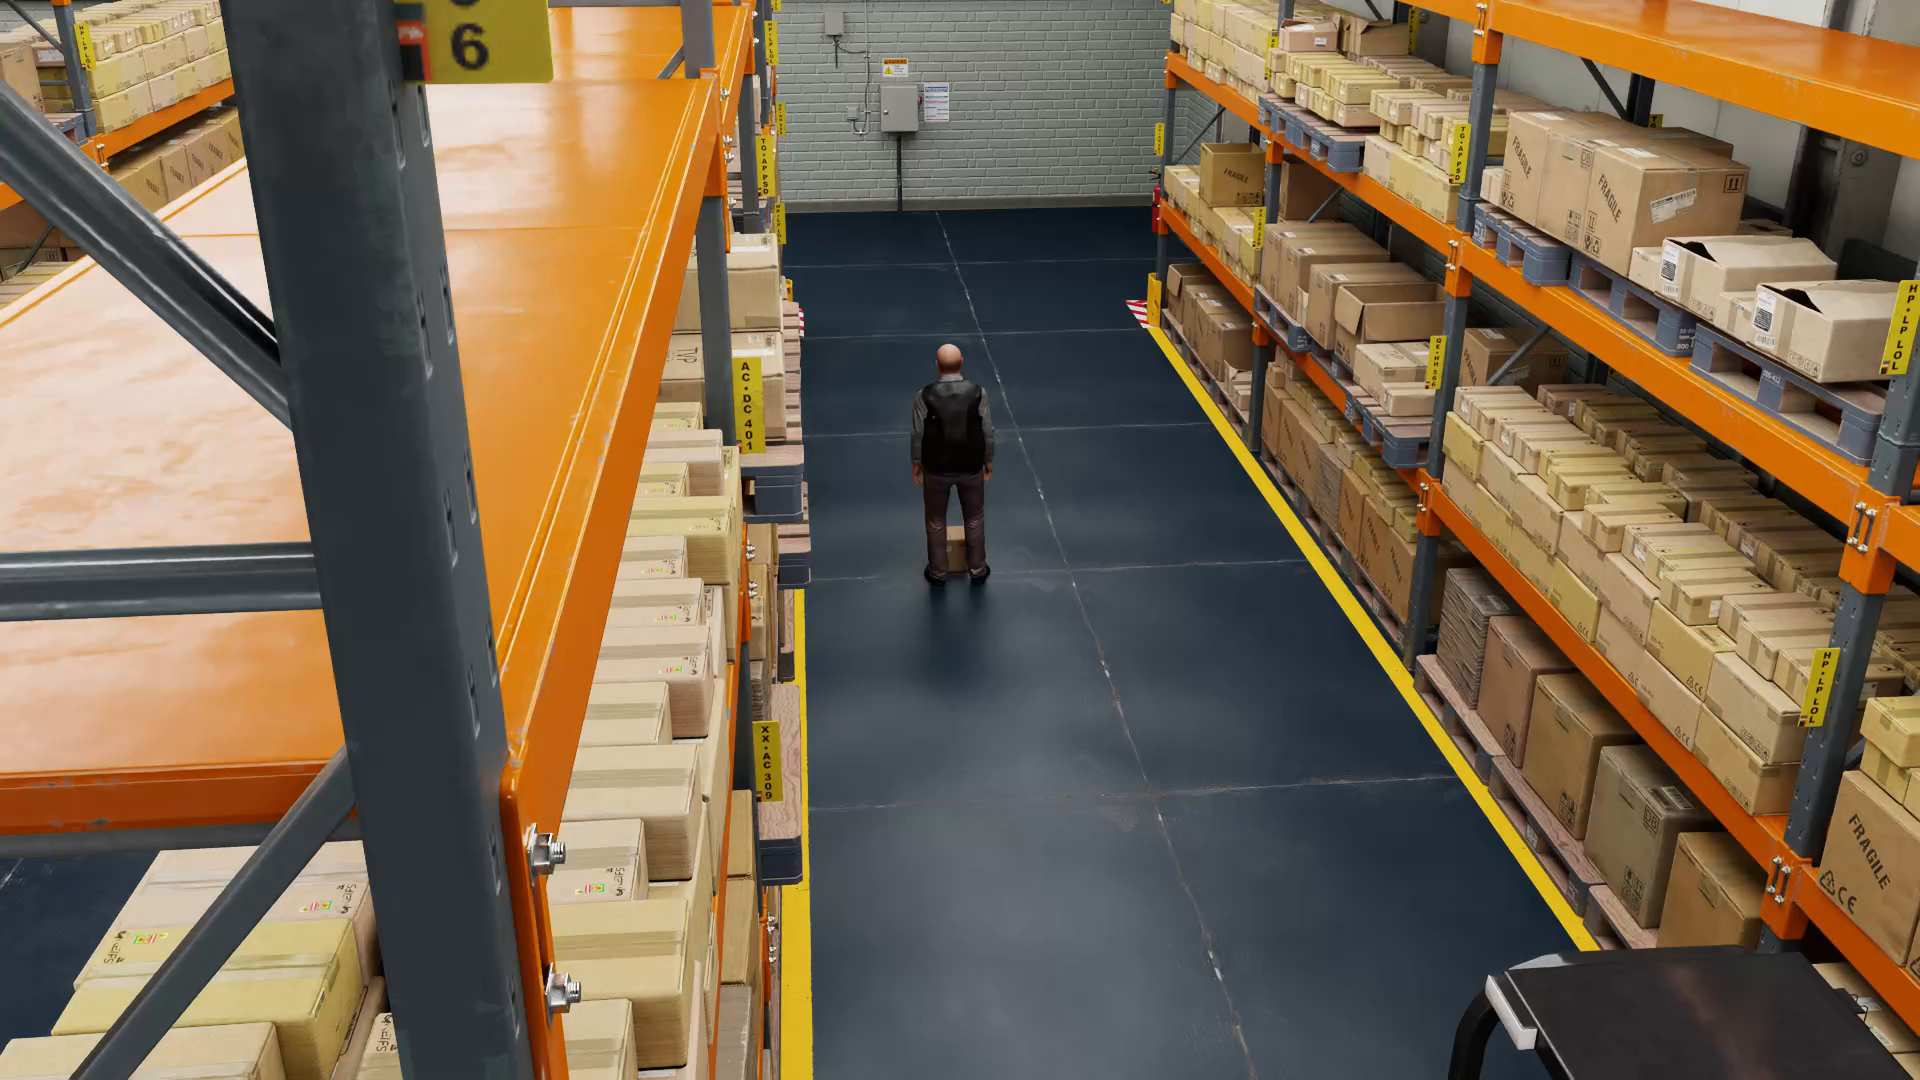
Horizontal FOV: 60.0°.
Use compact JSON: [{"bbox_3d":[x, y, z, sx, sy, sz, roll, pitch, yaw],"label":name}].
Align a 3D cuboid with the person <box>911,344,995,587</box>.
[{"bbox_3d":[-0.049,-0.498,11.498,0.581,1.721,0.413,-2,24,-5],"label":"person"}]
